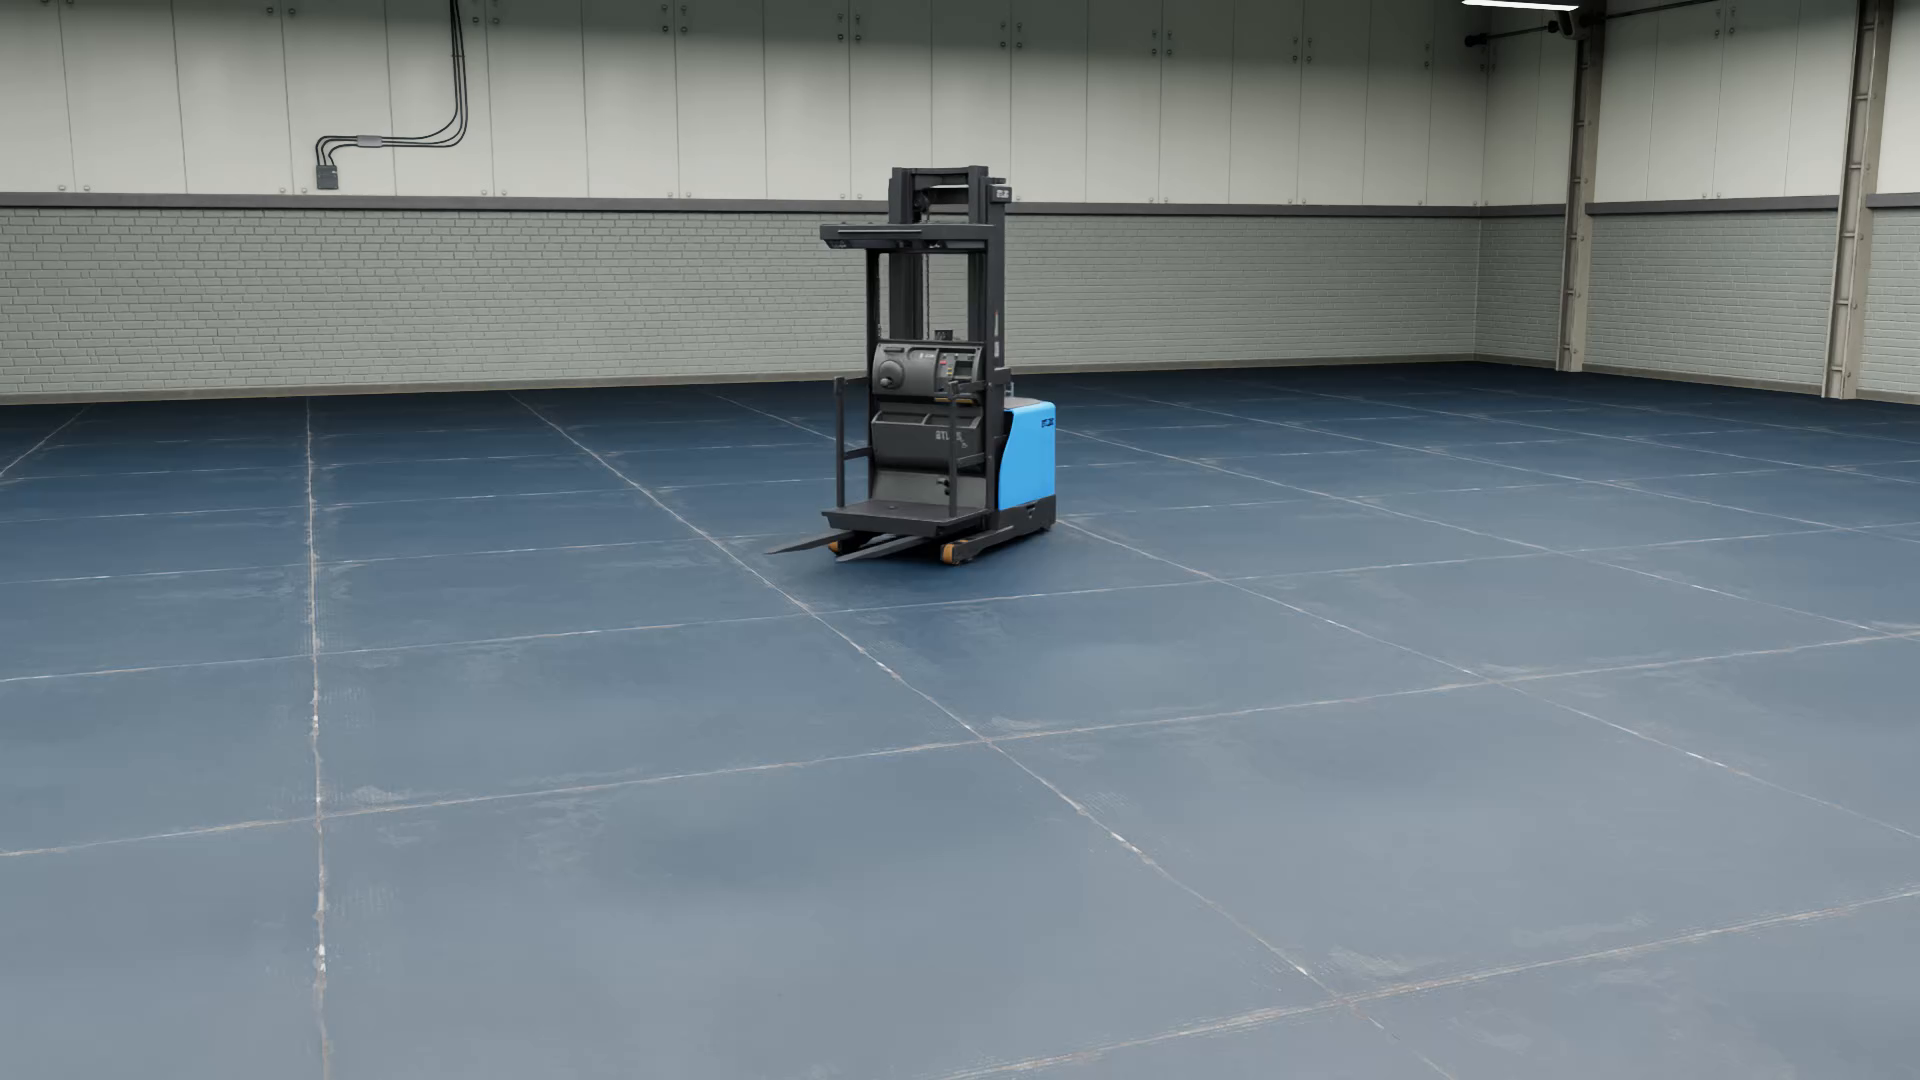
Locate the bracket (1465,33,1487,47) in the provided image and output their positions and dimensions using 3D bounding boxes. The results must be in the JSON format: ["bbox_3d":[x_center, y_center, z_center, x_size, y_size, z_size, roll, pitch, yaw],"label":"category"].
[{"bbox_3d":[10.147,-9.824,32.677,0.235,0.232,0.430,-4,11,-21],"label":"bracket"}]

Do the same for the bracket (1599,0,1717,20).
[{"bbox_3d":[12.240,-8.881,27.377,0.076,0.066,4.783,-4,11,-21],"label":"bracket"}]

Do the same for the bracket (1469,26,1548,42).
[{"bbox_3d":[10.361,-9.728,32.135,0.076,0.066,3.189,-4,11,-21],"label":"bracket"}]

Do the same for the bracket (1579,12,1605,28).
[{"bbox_3d":[11.306,-9.302,29.741,0.235,0.232,0.430,-4,11,-21],"label":"bracket"}]

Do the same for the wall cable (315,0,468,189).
[{"bbox_3d":[-8.853,-8.460,25.575,2.305,6.003,0.169,-4,11,-21],"label":"wall cable"}]

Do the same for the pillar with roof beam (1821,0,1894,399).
[{"bbox_3d":[9.649,-6.368,23.522,9.100,9.000,0.400,-4,11,-21],"label":"pillar with roof beam"}]

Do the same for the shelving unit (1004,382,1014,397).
[{"bbox_3d":[0.275,-0.783,14.355,0.258,1.200,0.189,4,-1,22],"label":"shelving unit"}]

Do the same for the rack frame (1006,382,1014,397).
[{"bbox_3d":[0.309,-0.779,14.440,0.240,1.200,0.006,4,-1,22],"label":"rack frame"}]

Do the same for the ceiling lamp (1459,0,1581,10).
[{"bbox_3d":[8.264,-9.548,24.737,2.000,3.185,0.800,-4,11,-21],"label":"ceiling lamp"}]

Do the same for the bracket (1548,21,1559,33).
[{"bbox_3d":[11.005,-9.437,30.502,0.235,0.232,0.430,-4,11,-21],"label":"bracket"}]

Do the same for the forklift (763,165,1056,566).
[{"bbox_3d":[-0.356,-1.340,12.587,1.130,2.935,3.031,6,11,29],"label":"forklift"}]

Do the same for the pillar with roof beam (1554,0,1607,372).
[{"bbox_3d":[7.474,-7.347,29.028,9.100,9.000,0.548,-4,11,-21],"label":"pillar with roof beam"}]

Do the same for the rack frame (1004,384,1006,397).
[{"bbox_3d":[0.240,-0.787,14.271,0.240,1.200,0.006,4,-1,22],"label":"rack frame"}]
